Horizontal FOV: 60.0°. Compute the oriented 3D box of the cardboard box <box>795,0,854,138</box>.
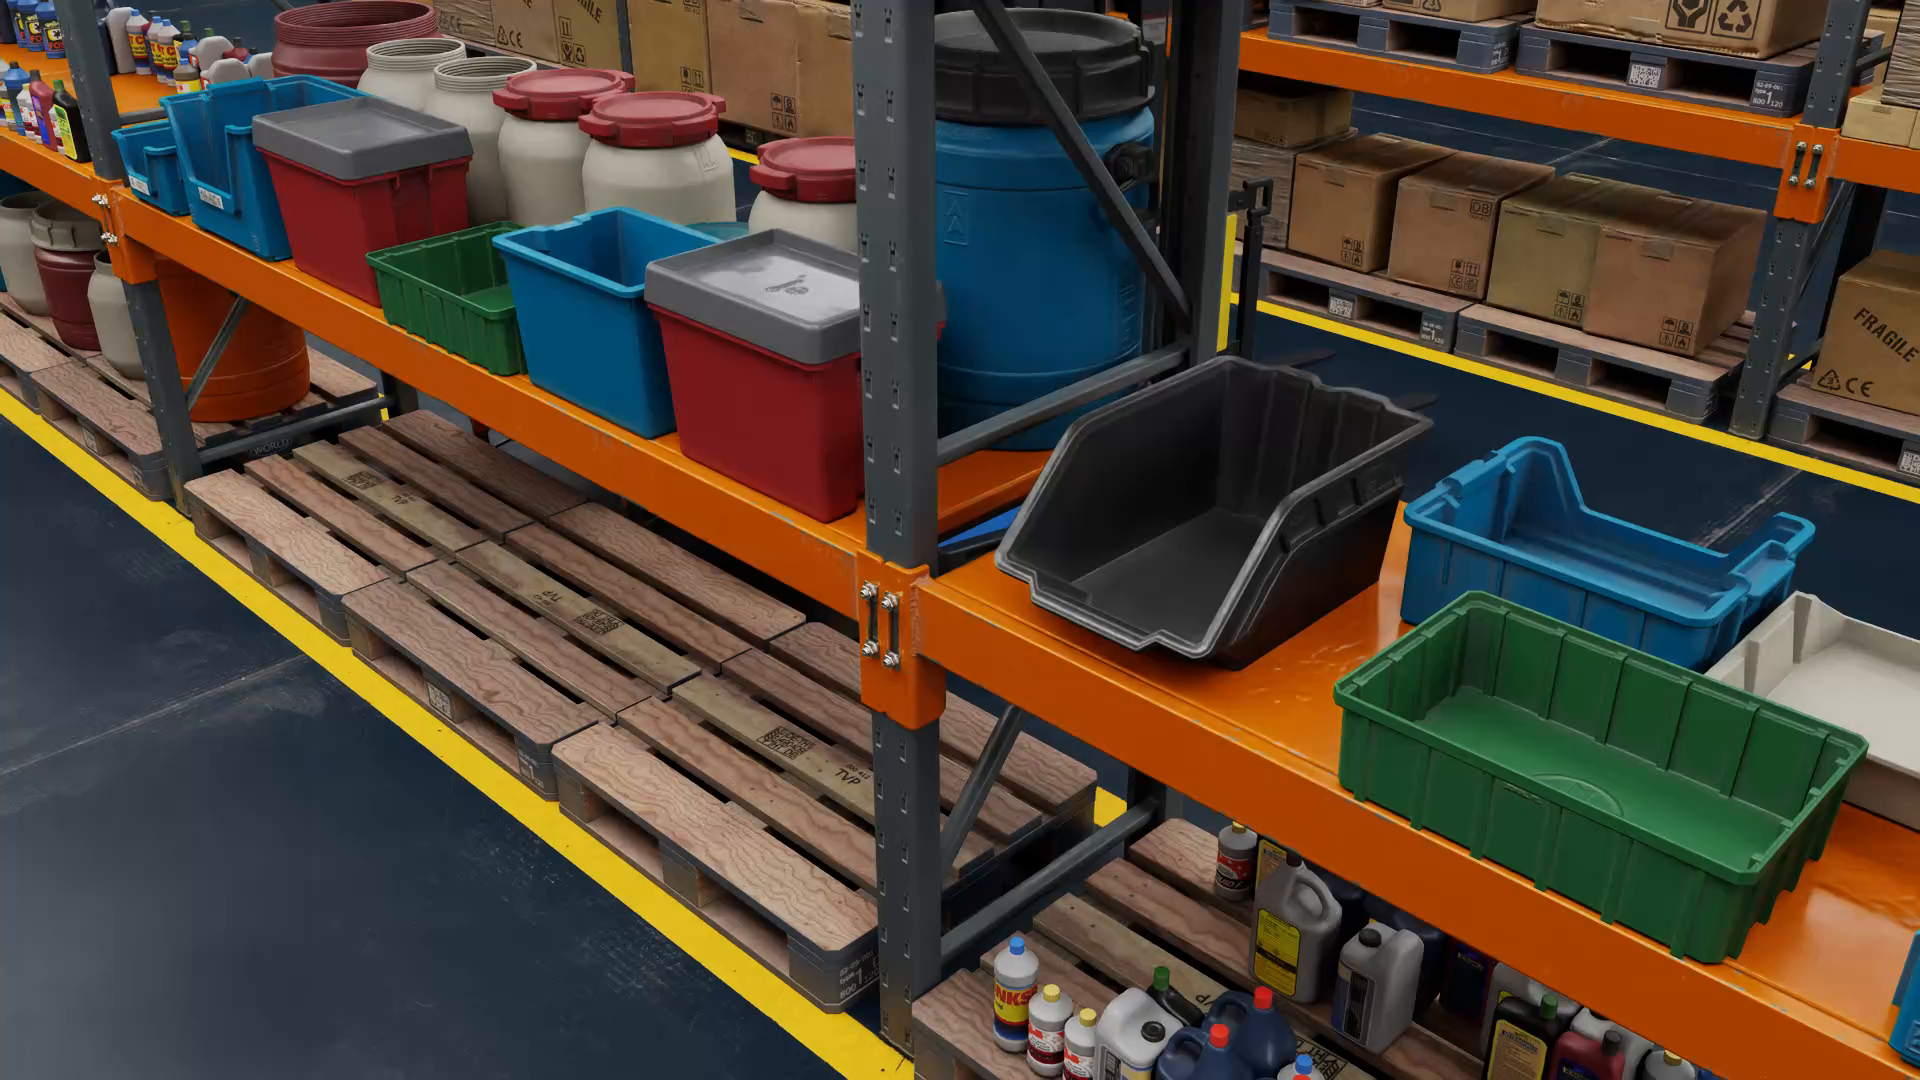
[{"bbox_3d":[-0.285,-3.002,10.568,0.875,0.875,1.225,25,36,39],"label":"cardboard box"}]

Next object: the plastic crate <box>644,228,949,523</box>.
[{"bbox_3d":[-0.358,-0.367,3.657,0.583,0.464,0.402,25,36,38],"label":"plastic crate"}]

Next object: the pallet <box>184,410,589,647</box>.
[{"bbox_3d":[-2.125,-0.088,6.190,1.213,0.211,1.003,25,36,38],"label":"pallet"}]

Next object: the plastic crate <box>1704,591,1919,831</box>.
[{"bbox_3d":[1.538,0.280,2.778,0.437,0.136,0.530,25,36,38],"label":"plastic crate"}]

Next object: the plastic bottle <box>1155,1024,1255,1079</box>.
[{"bbox_3d":[0.487,1.096,3.315,0.144,0.351,0.185,-24,36,-38],"label":"plastic bottle"}]

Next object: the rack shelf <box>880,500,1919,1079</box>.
[{"bbox_3d":[1.628,0.689,2.490,4.000,0.370,1.077,25,36,38],"label":"rack shelf"}]

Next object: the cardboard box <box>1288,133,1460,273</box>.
[{"bbox_3d":[2.128,-1.748,8.565,0.700,0.500,0.500,-22,35,-35],"label":"cardboard box"}]

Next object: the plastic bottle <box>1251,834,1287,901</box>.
[{"bbox_3d":[0.776,0.773,4.003,0.061,0.283,0.133,-23,36,-37],"label":"plastic bottle"}]

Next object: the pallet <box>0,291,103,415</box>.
[{"bbox_3d":[-4.107,-0.995,7.915,1.213,0.211,1.003,25,36,38],"label":"pallet"}]

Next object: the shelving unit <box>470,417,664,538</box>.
[{"bbox_3d":[-1.441,-0.709,6.327,1.048,1.125,0.538,23,42,37],"label":"shelving unit"}]

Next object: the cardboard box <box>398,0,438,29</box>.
[{"bbox_3d":[-4.370,-4.905,14.187,0.875,0.875,0.875,25,36,38],"label":"cardboard box"}]

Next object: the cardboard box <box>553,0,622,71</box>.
[{"bbox_3d":[-2.444,-4.024,12.511,0.875,0.875,0.875,25,36,38],"label":"cardboard box"}]

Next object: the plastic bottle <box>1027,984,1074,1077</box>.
[{"bbox_3d":[0.194,1.044,3.575,0.097,0.201,0.097,0,28,0],"label":"plastic bottle"}]

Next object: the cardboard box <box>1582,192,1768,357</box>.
[{"bbox_3d":[3.252,-1.222,7.564,0.500,0.500,0.700,21,34,35],"label":"cardboard box"}]

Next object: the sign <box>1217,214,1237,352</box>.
[{"bbox_3d":[0.596,-0.584,3.840,0.005,0.325,0.100,25,36,38],"label":"sign"}]

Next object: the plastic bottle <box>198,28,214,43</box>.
[{"bbox_3d":[-3.126,-1.994,6.945,0.133,0.283,0.061,25,36,38],"label":"plastic bottle"}]

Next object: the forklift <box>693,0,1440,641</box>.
[{"bbox_3d":[0.530,-1.450,5.859,3.031,2.935,1.130,-16,32,-28],"label":"forklift"}]

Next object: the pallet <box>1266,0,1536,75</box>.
[{"bbox_3d":[2.263,-2.514,8.014,1.213,0.211,1.003,25,36,38],"label":"pallet"}]

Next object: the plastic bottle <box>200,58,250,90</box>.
[{"bbox_3d":[-2.839,-1.731,6.452,0.135,0.276,0.152,25,36,38],"label":"plastic bottle"}]

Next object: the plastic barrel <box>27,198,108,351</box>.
[{"bbox_3d":[-3.816,-1.229,7.503,0.708,0.588,0.600,25,36,38],"label":"plastic barrel"}]

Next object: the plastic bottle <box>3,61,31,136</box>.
[{"bbox_3d":[-3.611,-1.704,6.405,0.097,0.271,0.097,0,28,0],"label":"plastic bottle"}]

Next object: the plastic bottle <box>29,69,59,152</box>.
[{"bbox_3d":[-3.402,-1.602,6.198,0.133,0.283,0.061,25,36,38],"label":"plastic bottle"}]

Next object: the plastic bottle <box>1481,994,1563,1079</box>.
[{"bbox_3d":[1.177,1.050,3.476,0.133,0.283,0.061,25,36,38],"label":"plastic bottle"}]

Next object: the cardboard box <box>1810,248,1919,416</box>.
[{"bbox_3d":[3.932,-0.862,6.901,0.500,0.500,0.500,23,36,37],"label":"cardboard box"}]

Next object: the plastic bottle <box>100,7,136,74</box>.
[{"bbox_3d":[-3.721,-2.234,7.408,0.135,0.276,0.152,25,36,38],"label":"plastic bottle"}]

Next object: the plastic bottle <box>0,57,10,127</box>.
[{"bbox_3d":[-3.749,-1.767,6.526,0.097,0.271,0.097,0,28,0],"label":"plastic bottle"}]

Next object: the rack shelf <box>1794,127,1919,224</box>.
[{"bbox_3d":[5.101,-0.955,5.616,4.000,0.370,1.077,25,36,38],"label":"rack shelf"}]

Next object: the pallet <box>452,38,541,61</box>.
[{"bbox_3d":[-3.391,-3.974,13.582,1.213,0.211,1.003,25,36,38],"label":"pallet"}]

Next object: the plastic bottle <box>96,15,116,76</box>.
[{"bbox_3d":[-3.843,-2.226,7.313,0.185,0.351,0.144,25,36,38],"label":"plastic bottle"}]

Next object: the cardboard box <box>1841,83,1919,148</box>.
[{"bbox_3d":[3.617,-1.645,6.425,0.250,0.149,0.380,25,36,38],"label":"cardboard box"}]

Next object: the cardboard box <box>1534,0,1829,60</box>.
[{"bbox_3d":[3.206,-2.683,7.034,1.000,1.000,1.000,25,37,39],"label":"cardboard box"}]

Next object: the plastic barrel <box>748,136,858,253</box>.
[{"bbox_3d":[-0.326,-0.727,4.265,0.433,0.535,0.433,0,28,0],"label":"plastic barrel"}]

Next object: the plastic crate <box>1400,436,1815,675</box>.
[{"bbox_3d":[1.182,0.054,3.083,0.616,0.251,0.499,25,36,38],"label":"plastic crate"}]

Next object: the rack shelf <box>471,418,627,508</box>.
[{"bbox_3d":[-1.422,-0.503,6.458,1.000,0.278,0.538,23,42,37],"label":"rack shelf"}]

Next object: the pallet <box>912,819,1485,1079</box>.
[{"bbox_3d":[0.652,1.185,3.770,1.213,0.211,1.003,25,36,38],"label":"pallet"}]

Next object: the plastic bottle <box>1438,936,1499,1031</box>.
[{"bbox_3d":[1.146,0.942,3.682,0.061,0.283,0.133,-22,35,-36],"label":"plastic bottle"}]

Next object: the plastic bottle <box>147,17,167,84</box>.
[{"bbox_3d":[-3.455,-2.128,7.211,0.097,0.271,0.097,0,28,0],"label":"plastic bottle"}]

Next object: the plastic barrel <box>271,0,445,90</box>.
[{"bbox_3d":[-2.107,-1.597,5.918,0.708,0.536,0.600,25,36,38],"label":"plastic barrel"}]

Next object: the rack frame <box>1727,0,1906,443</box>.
[{"bbox_3d":[3.675,-1.926,6.690,0.127,3.000,1.000,25,36,38],"label":"rack frame"}]

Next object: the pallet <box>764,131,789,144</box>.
[{"bbox_3d":[-0.553,-2.677,11.115,1.213,0.211,1.003,25,36,38],"label":"pallet"}]

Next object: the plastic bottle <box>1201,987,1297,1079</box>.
[{"bbox_3d":[0.588,1.049,3.406,0.185,0.351,0.144,25,36,38],"label":"plastic bottle"}]

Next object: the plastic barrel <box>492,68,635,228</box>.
[{"bbox_3d":[-1.158,-1.108,4.988,0.433,0.535,0.433,0,28,0],"label":"plastic barrel"}]

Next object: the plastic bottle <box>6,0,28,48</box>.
[{"bbox_3d":[-4.449,-2.483,7.888,0.097,0.271,0.097,0,28,0],"label":"plastic bottle"}]

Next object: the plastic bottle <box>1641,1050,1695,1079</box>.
[{"bbox_3d":[1.447,1.128,3.416,0.097,0.201,0.097,0,28,0],"label":"plastic bottle"}]

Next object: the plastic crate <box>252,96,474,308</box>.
[{"bbox_3d":[-1.712,-0.987,4.835,0.583,0.464,0.402,25,36,38],"label":"plastic crate"}]
